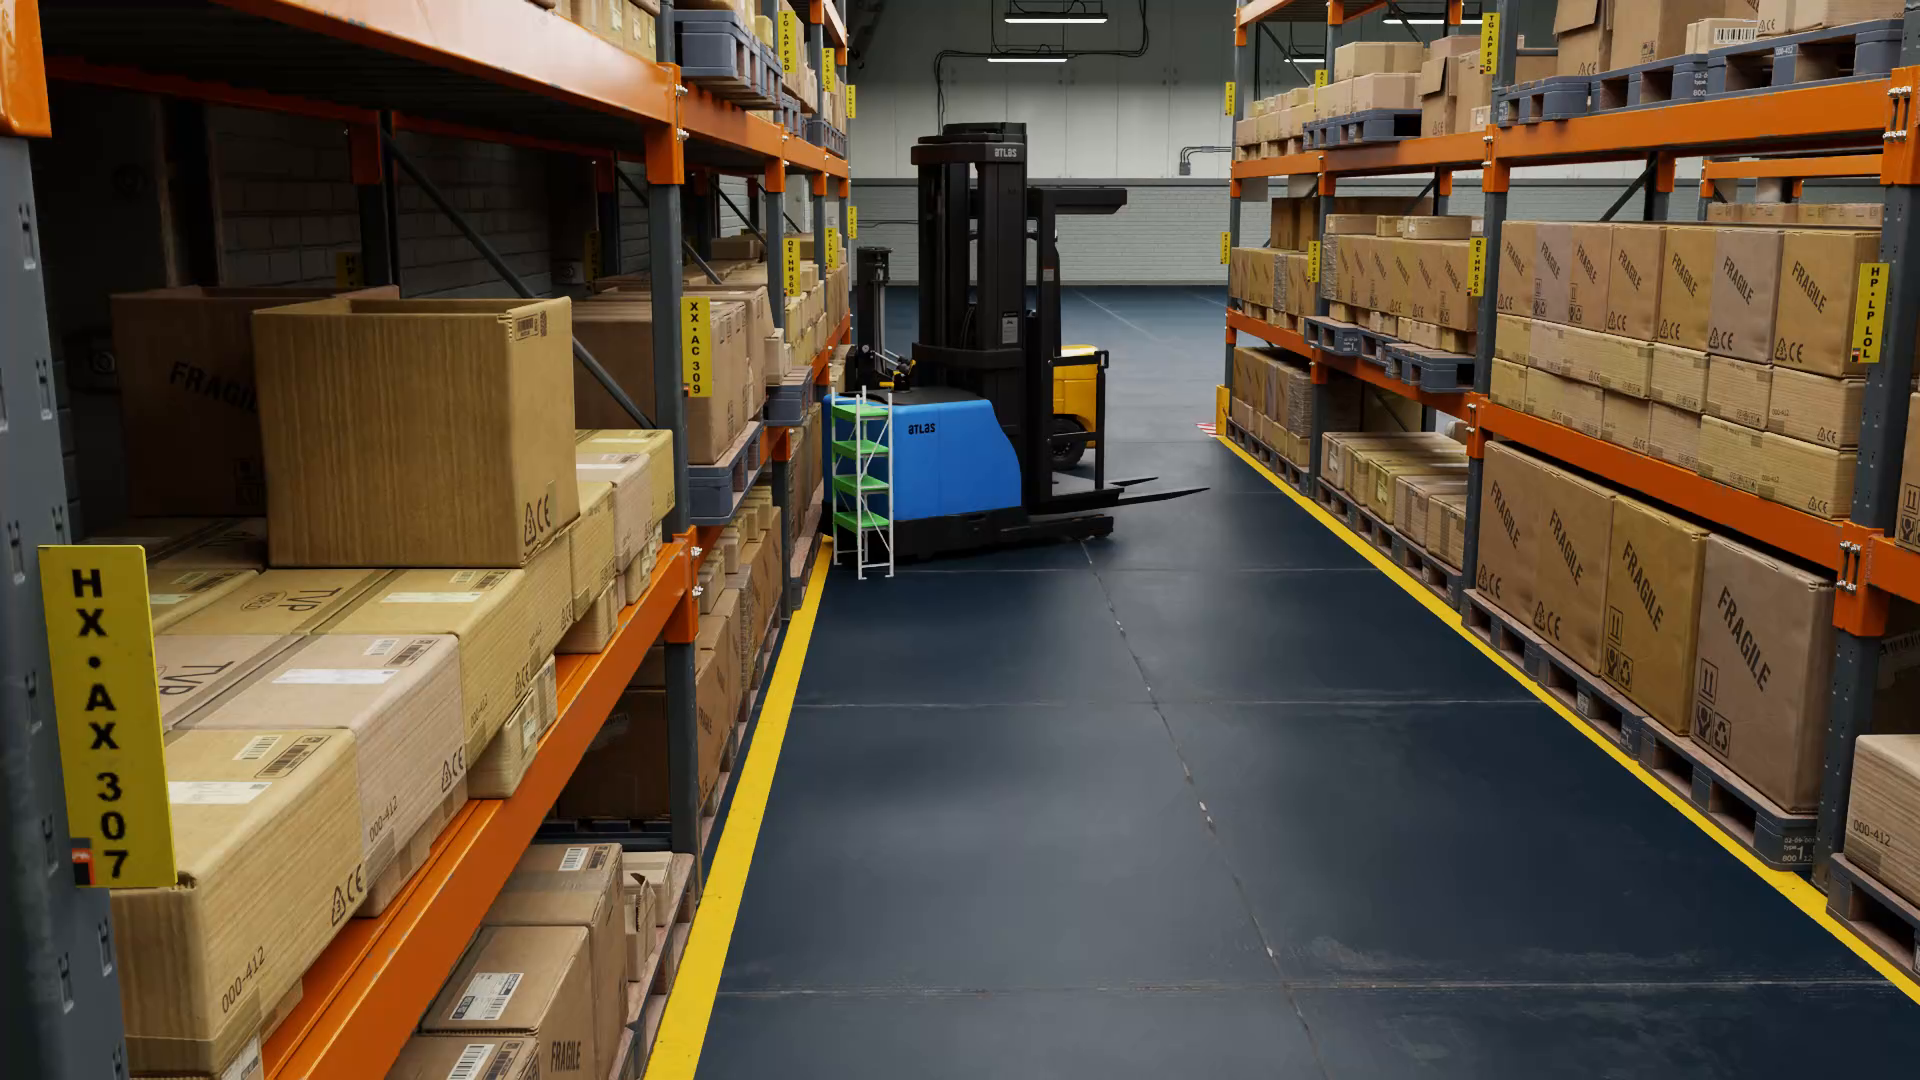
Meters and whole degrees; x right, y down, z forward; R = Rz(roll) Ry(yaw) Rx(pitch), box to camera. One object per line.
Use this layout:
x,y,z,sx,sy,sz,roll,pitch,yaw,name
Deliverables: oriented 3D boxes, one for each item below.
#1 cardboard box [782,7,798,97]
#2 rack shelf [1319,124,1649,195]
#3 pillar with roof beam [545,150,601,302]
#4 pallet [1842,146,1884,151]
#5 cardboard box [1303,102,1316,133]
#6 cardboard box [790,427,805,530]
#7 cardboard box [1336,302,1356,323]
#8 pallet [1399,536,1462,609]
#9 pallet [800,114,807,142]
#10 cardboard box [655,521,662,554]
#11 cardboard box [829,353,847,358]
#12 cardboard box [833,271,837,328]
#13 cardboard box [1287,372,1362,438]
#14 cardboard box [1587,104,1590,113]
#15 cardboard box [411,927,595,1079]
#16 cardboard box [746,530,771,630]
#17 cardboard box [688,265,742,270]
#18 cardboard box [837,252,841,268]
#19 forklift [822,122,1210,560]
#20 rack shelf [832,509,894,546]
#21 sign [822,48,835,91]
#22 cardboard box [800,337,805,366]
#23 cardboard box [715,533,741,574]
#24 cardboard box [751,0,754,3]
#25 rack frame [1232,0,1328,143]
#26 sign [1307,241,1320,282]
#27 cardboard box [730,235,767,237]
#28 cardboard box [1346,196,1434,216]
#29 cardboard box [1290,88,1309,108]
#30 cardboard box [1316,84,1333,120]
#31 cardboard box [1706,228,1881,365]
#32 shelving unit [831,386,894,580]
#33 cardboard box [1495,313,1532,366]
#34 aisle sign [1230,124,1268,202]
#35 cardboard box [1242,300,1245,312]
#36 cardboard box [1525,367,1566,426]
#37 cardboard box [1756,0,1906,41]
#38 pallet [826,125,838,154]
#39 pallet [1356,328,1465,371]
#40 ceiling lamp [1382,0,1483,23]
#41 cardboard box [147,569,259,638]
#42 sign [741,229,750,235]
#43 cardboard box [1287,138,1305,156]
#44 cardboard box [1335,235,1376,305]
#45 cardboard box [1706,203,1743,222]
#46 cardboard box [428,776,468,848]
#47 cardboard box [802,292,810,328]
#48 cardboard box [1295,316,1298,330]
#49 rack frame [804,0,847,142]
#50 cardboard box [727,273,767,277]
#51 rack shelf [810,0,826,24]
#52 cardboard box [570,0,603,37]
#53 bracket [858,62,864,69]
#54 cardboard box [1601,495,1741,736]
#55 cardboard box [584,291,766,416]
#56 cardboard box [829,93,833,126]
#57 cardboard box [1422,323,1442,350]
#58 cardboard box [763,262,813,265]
-1.374,-3.018,10.286,0.700,0.500,0.500,0,11,-2,cardboard box
3.429,-2.535,11.276,1.077,0.370,4.000,0,11,-1,rack shelf
1.884,-4.212,10.189,9.100,9.000,0.400,0,11,-1,pillar with roof beam
8.328,-3.445,14.174,1.003,0.211,1.213,0,11,-1,pallet
3.110,-3.445,13.578,0.500,0.250,0.500,0,11,-2,cardboard box
-1.527,-0.429,11.544,0.875,0.625,0.625,-1,11,-4,cardboard box
3.080,-1.737,12.653,0.380,0.149,0.250,0,11,0,cardboard box
3.456,0.191,10.586,1.003,0.211,1.213,0,11,-1,pallet
-1.543,-2.995,12.215,0.805,0.209,1.217,-1,11,-3,pallet
-1.150,-0.018,5.237,0.380,0.149,0.250,0,11,0,cardboard box
-1.299,-1.646,15.970,0.500,0.250,0.500,0,11,0,cardboard box
-1.362,-2.136,14.794,0.500,0.500,0.500,0,11,-2,cardboard box
3.108,-1.158,14.194,0.500,0.500,0.500,0,11,-2,cardboard box
3.634,-2.430,9.582,0.380,0.149,0.250,0,11,-1,cardboard box
-1.134,1.213,3.767,0.500,0.500,0.500,0,11,0,cardboard box
-1.268,0.203,8.745,0.500,0.500,0.500,0,11,-2,cardboard box
-1.798,-1.936,12.176,0.380,0.149,0.250,0,11,-2,cardboard box
-1.319,-2.633,15.613,0.380,0.149,0.250,0,11,-1,cardboard box
0.513,-1.507,12.114,3.031,2.935,1.130,-8,14,-34,forklift
-0.645,-0.088,11.004,0.258,0.148,0.480,-5,12,-23,rack shelf
-1.032,-3.676,12.998,0.100,0.325,0.005,0,11,-1,sign
-1.280,-1.217,10.891,0.500,0.250,0.500,-1,11,-3,cardboard box
-1.229,0.063,7.802,0.380,0.149,0.250,-1,11,-4,cardboard box
-1.067,-2.318,6.974,0.380,0.149,0.250,0,11,-1,cardboard box
3.305,-5.550,16.785,1.000,3.000,0.127,0,11,-1,rack frame
2.846,-2.236,13.358,0.100,0.325,0.005,0,11,-1,sign
-1.945,-2.776,15.565,0.380,0.149,0.250,-1,11,-3,cardboard box
3.596,-2.588,13.759,0.700,0.500,0.500,0,11,-2,cardboard box
3.029,-3.770,14.177,0.380,0.149,0.250,0,11,1,cardboard box
2.999,-3.300,12.557,0.500,0.250,0.500,-1,11,-3,cardboard box
3.275,-0.955,6.454,0.500,0.500,0.500,0,11,0,cardboard box
-0.645,-0.386,10.943,0.258,1.200,0.503,-5,12,-23,shelving unit
3.234,-1.090,9.007,0.500,0.250,0.500,0,11,-2,cardboard box
2.994,-3.895,17.178,0.394,0.787,0.004,0,11,-1,aisle sign
3.105,-2.419,17.070,0.380,0.149,0.250,0,11,-1,cardboard box
3.258,-0.746,8.571,0.500,0.250,0.500,-1,11,-3,cardboard box
3.325,-2.031,6.152,0.500,0.311,0.500,0,11,-1,cardboard box
-1.640,-3.632,15.096,1.003,0.211,1.213,0,11,-1,pallet
3.389,-1.319,11.501,1.003,0.211,1.213,0,11,-1,pallet
9.241,-11.682,32.328,2.000,3.185,0.800,0,11,-1,ceiling lamp
-1.616,0.228,3.021,0.500,0.250,0.500,0,11,1,cardboard box
-2.212,-3.051,17.178,0.100,0.325,0.005,0,11,-1,sign
3.070,-3.428,14.501,0.380,0.149,0.250,0,11,0,cardboard box
3.122,-2.022,12.425,0.500,0.500,0.500,0,11,-1,cardboard box
8.221,-3.180,17.094,0.875,0.550,0.550,0,11,-1,cardboard box
-1.106,0.442,2.967,0.380,0.149,0.250,0,11,0,cardboard box
-1.294,-1.565,11.348,0.500,0.250,0.500,0,11,0,cardboard box
3.146,-1.906,14.542,0.380,0.149,0.250,0,11,-2,cardboard box
-1.657,-5.529,16.681,1.000,3.000,0.127,0,11,-1,rack frame
-1.295,-1.636,10.697,0.380,0.149,0.250,0,11,-1,cardboard box
-1.533,-3.788,10.913,1.077,0.370,4.000,0,11,-1,rack shelf
-1.107,-1.330,4.156,0.380,0.149,0.250,0,11,-1,cardboard box
-2.866,-13.670,47.753,0.235,0.232,0.430,0,11,-1,bracket
3.434,0.308,7.284,0.875,0.875,0.875,0,11,0,cardboard box
-1.222,-0.815,7.223,0.700,0.500,0.500,0,11,-1,cardboard box
-1.302,-3.749,14.482,0.396,0.266,0.258,-1,11,-2,cardboard box
3.101,-1.270,10.350,0.380,0.149,0.250,0,11,-2,cardboard box
-1.322,-2.043,12.701,0.380,0.149,0.250,0,11,-2,cardboard box
